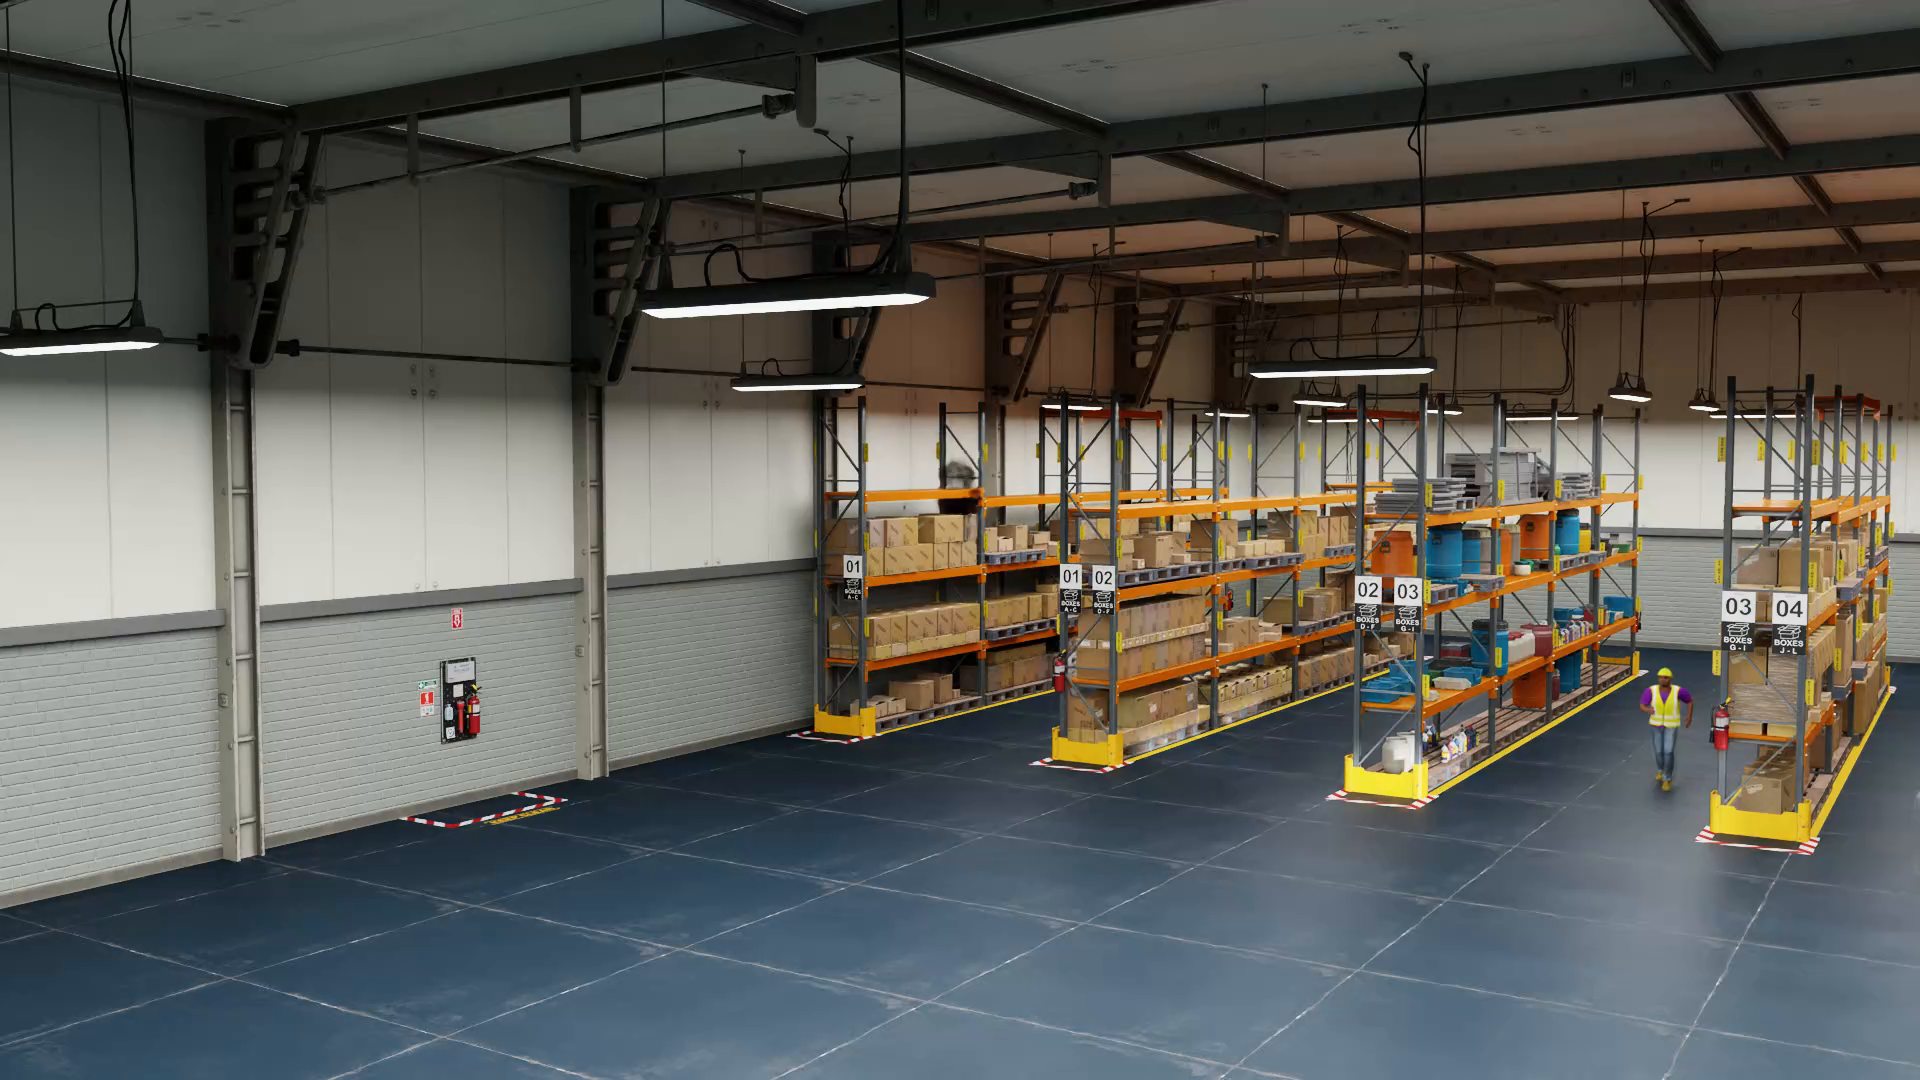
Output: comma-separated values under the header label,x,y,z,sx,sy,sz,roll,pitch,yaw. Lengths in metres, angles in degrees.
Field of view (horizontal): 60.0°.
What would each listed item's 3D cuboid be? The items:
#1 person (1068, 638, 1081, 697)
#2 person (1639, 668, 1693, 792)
label,x,y,z,sx,sy,sz,roll,pitch,yaw
person,1.995,2.596,29.784,0.627,1.677,0.766,2,4,35
person,10.546,2.816,24.872,0.718,1.829,0.789,2,4,32
